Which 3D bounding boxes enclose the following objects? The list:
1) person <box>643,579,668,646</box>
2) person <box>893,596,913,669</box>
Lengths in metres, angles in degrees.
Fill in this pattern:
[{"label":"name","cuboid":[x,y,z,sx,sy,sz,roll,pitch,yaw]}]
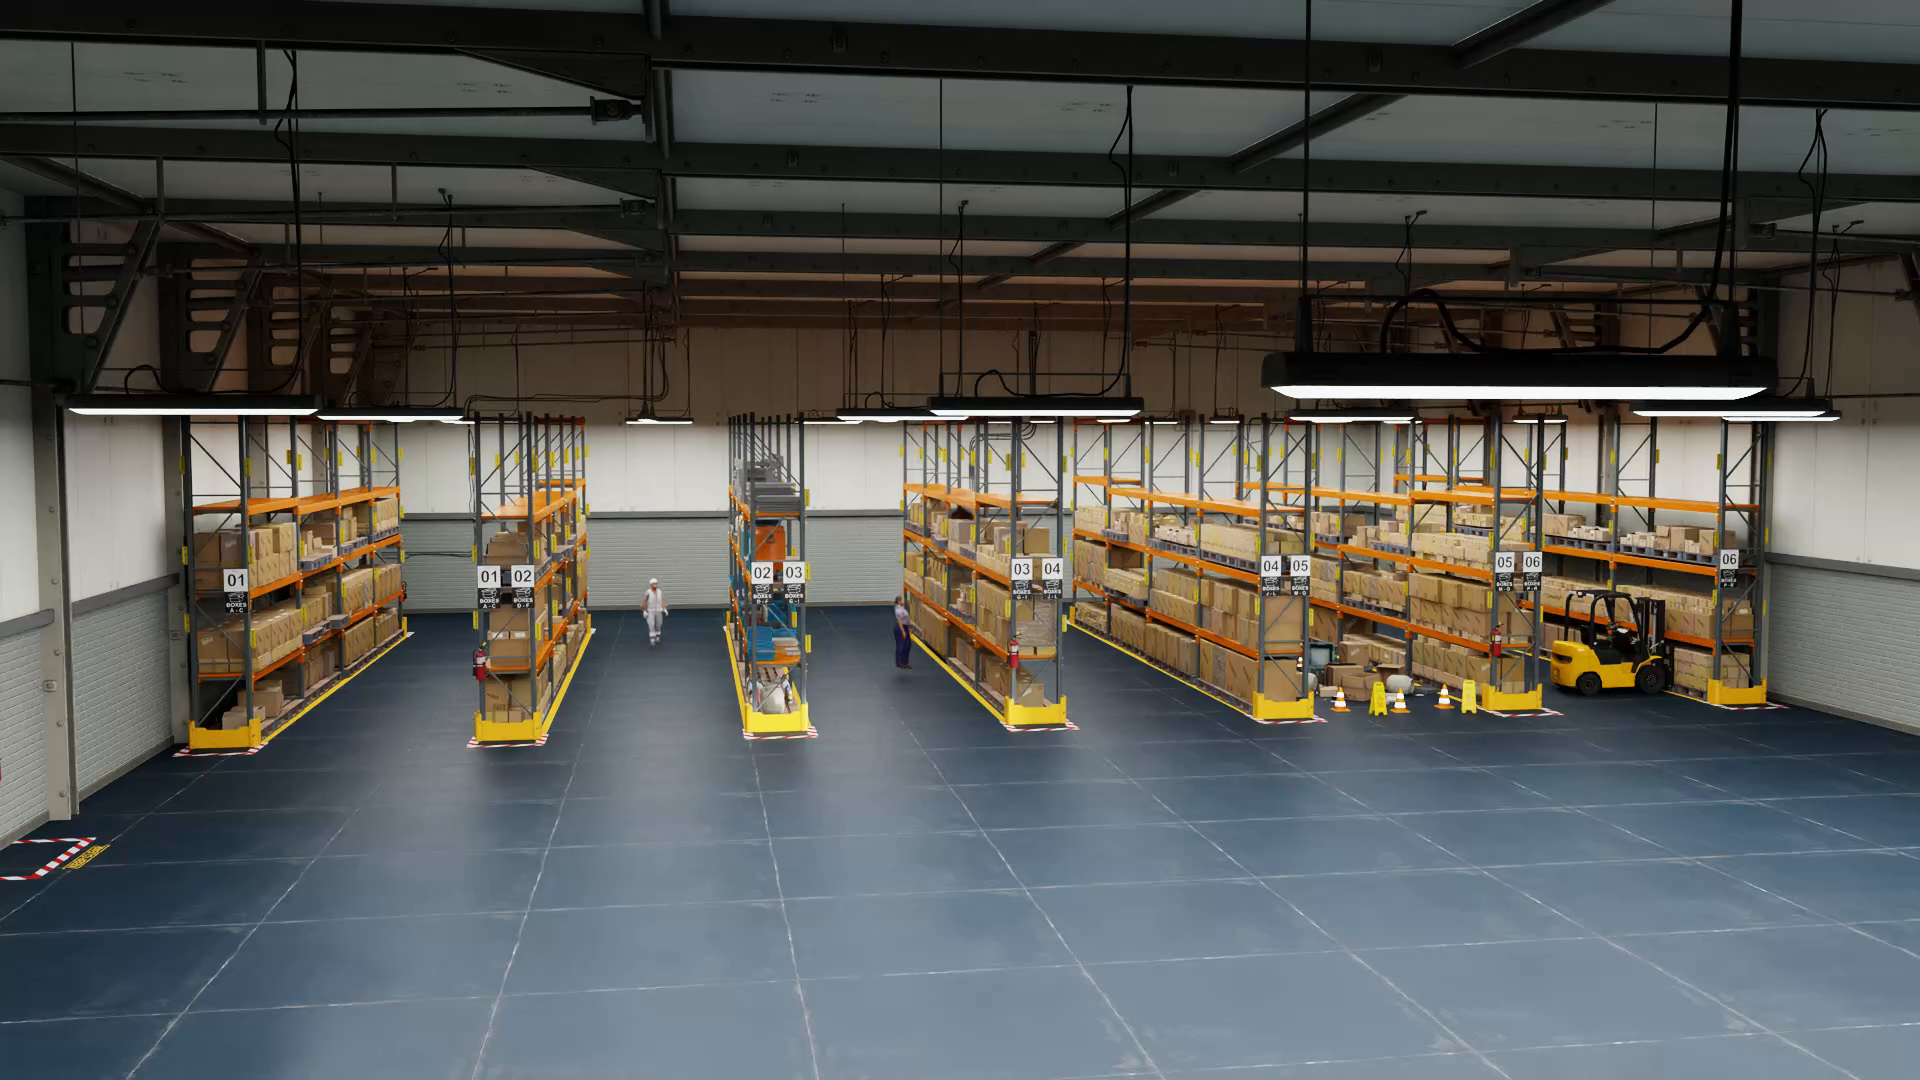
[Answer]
[{"label":"person","cuboid":[-7.955,1.882,43.414,0.643,1.736,1.051,-1,4,-11]},{"label":"person","cuboid":[-1.321,2.129,38.078,0.387,1.722,0.499,1,4,15]}]
